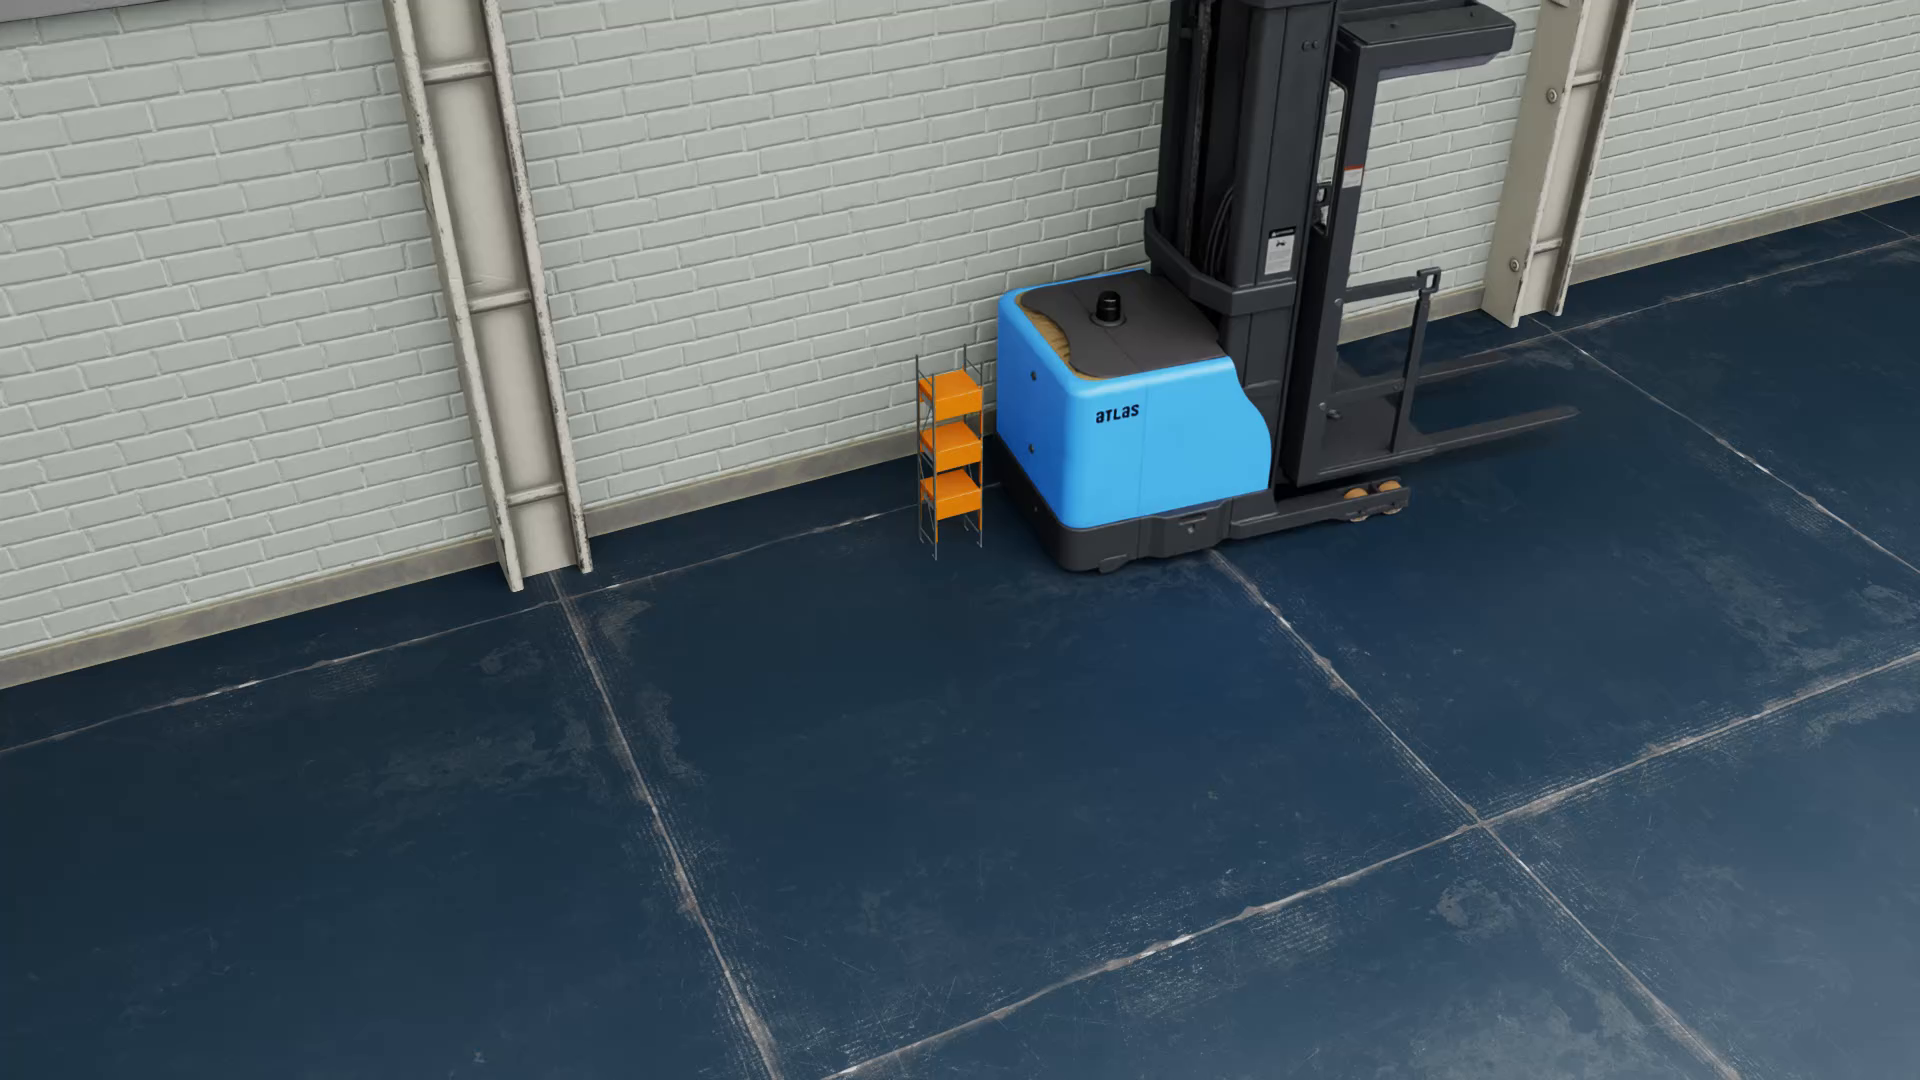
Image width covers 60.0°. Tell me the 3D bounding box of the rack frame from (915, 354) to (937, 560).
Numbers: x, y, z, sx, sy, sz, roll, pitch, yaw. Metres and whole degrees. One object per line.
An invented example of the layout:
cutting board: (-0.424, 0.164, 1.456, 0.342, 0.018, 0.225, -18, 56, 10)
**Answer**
rack frame: (-0.159, -0.377, 7.877, 0.008, 1.050, 0.200, -16, 39, -20)

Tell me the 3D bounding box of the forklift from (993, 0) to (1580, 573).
forklift: (1.743, -1.553, 7.883, 3.031, 2.935, 1.130, -12, 38, -16)

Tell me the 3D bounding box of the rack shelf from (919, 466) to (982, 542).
rack shelf: (-0.048, -0.176, 8.091, 0.240, 0.259, 0.215, -16, 39, -20)

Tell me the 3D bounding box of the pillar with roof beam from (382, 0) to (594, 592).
pillar with roof beam: (-0.189, -1.177, 2.283, 0.400, 9.000, 9.100, -16, 39, -20)

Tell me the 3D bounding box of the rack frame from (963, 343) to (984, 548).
rack frame: (0.062, -0.439, 7.961, 0.008, 1.050, 0.200, -16, 39, -20)

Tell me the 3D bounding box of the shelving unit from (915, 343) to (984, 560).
shelving unit: (-0.048, -0.408, 7.919, 0.252, 1.050, 0.215, -16, 39, -20)

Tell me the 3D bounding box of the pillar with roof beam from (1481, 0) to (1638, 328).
pillar with roof beam: (5.242, -2.696, 4.331, 0.400, 9.000, 9.100, -16, 39, -20)

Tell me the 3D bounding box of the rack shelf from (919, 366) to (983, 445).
rack shelf: (-0.048, -0.628, 7.756, 0.240, 0.259, 0.215, -16, 39, -20)

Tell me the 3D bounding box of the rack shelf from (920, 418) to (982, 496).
rack shelf: (-0.048, -0.400, 7.925, 0.240, 0.259, 0.215, -16, 39, -20)
